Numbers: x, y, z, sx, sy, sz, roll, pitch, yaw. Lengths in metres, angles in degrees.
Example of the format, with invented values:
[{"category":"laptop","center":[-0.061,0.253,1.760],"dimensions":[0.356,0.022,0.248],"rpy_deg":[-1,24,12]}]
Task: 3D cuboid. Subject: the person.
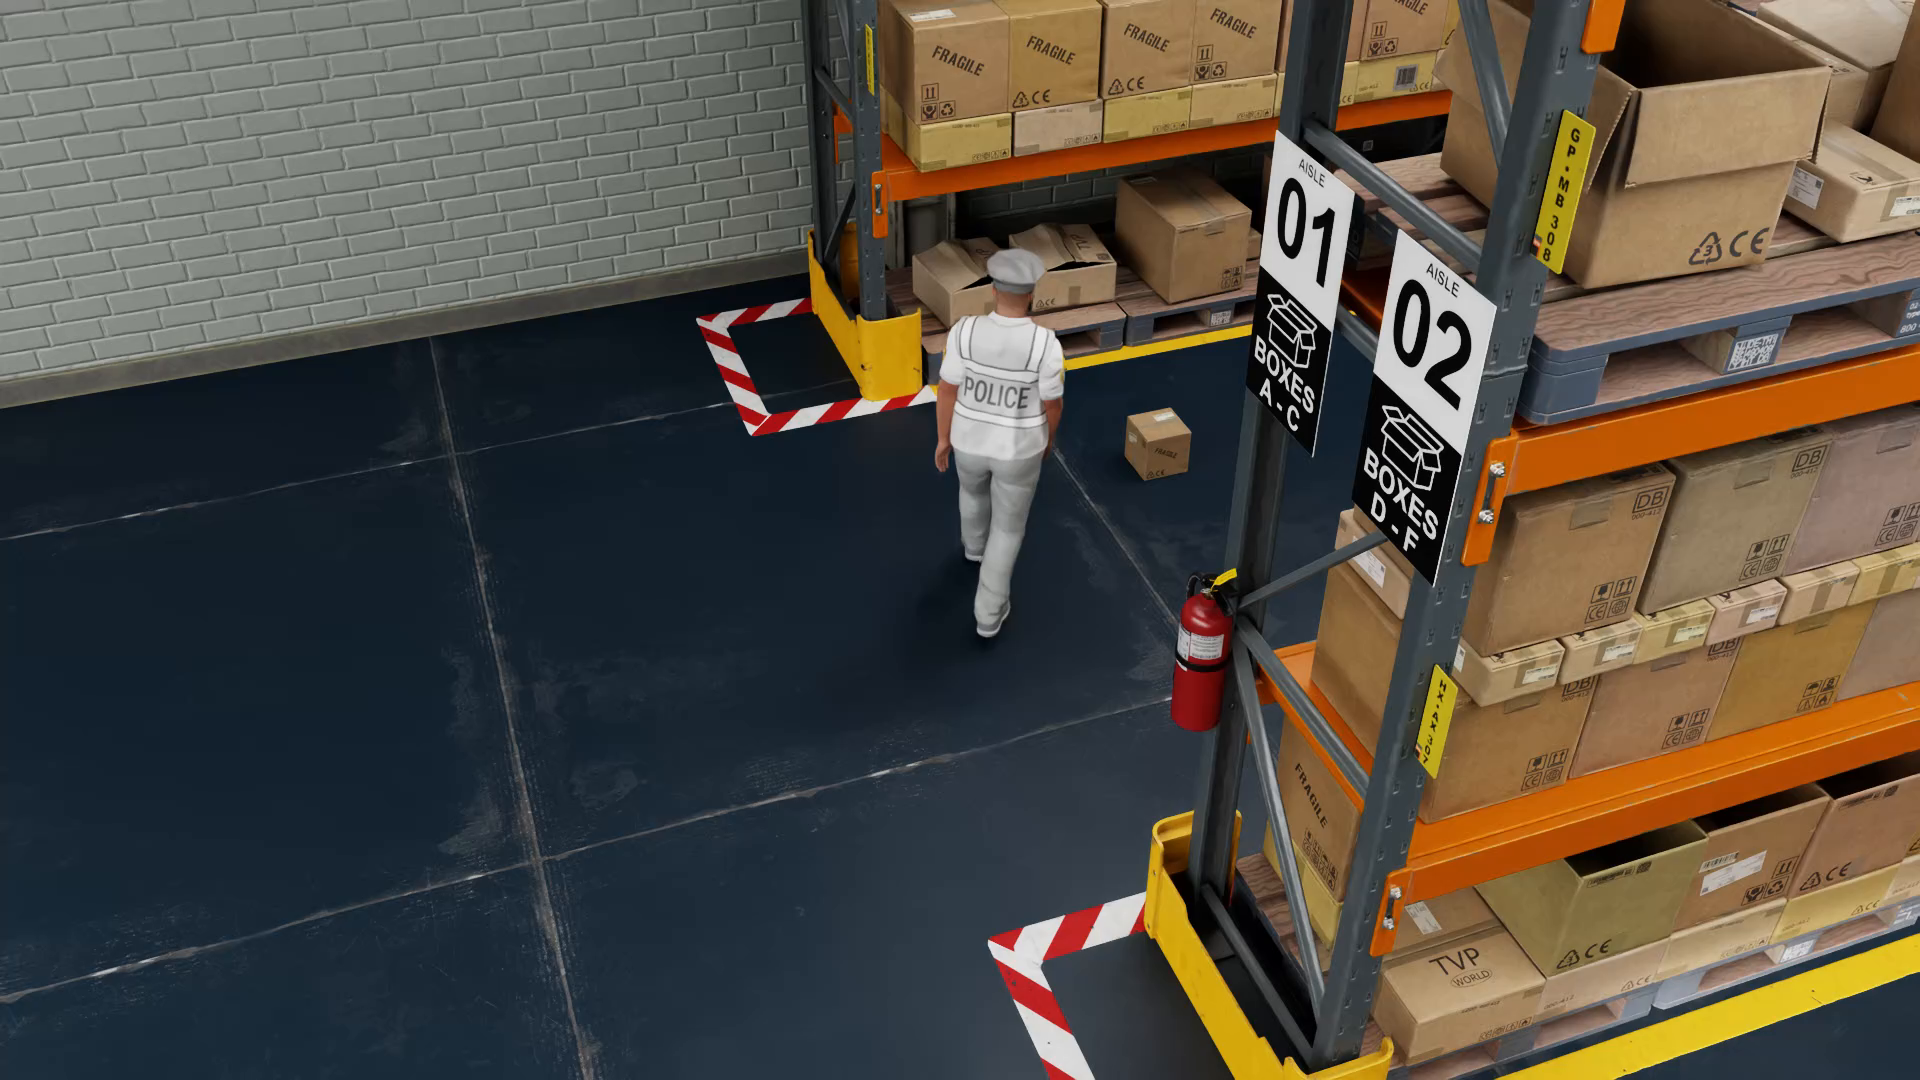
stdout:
[{"category":"person","center":[0.175,-0.452,7.389],"dimensions":[0.581,1.744,0.832],"rpy_deg":[13,39,16]}]
